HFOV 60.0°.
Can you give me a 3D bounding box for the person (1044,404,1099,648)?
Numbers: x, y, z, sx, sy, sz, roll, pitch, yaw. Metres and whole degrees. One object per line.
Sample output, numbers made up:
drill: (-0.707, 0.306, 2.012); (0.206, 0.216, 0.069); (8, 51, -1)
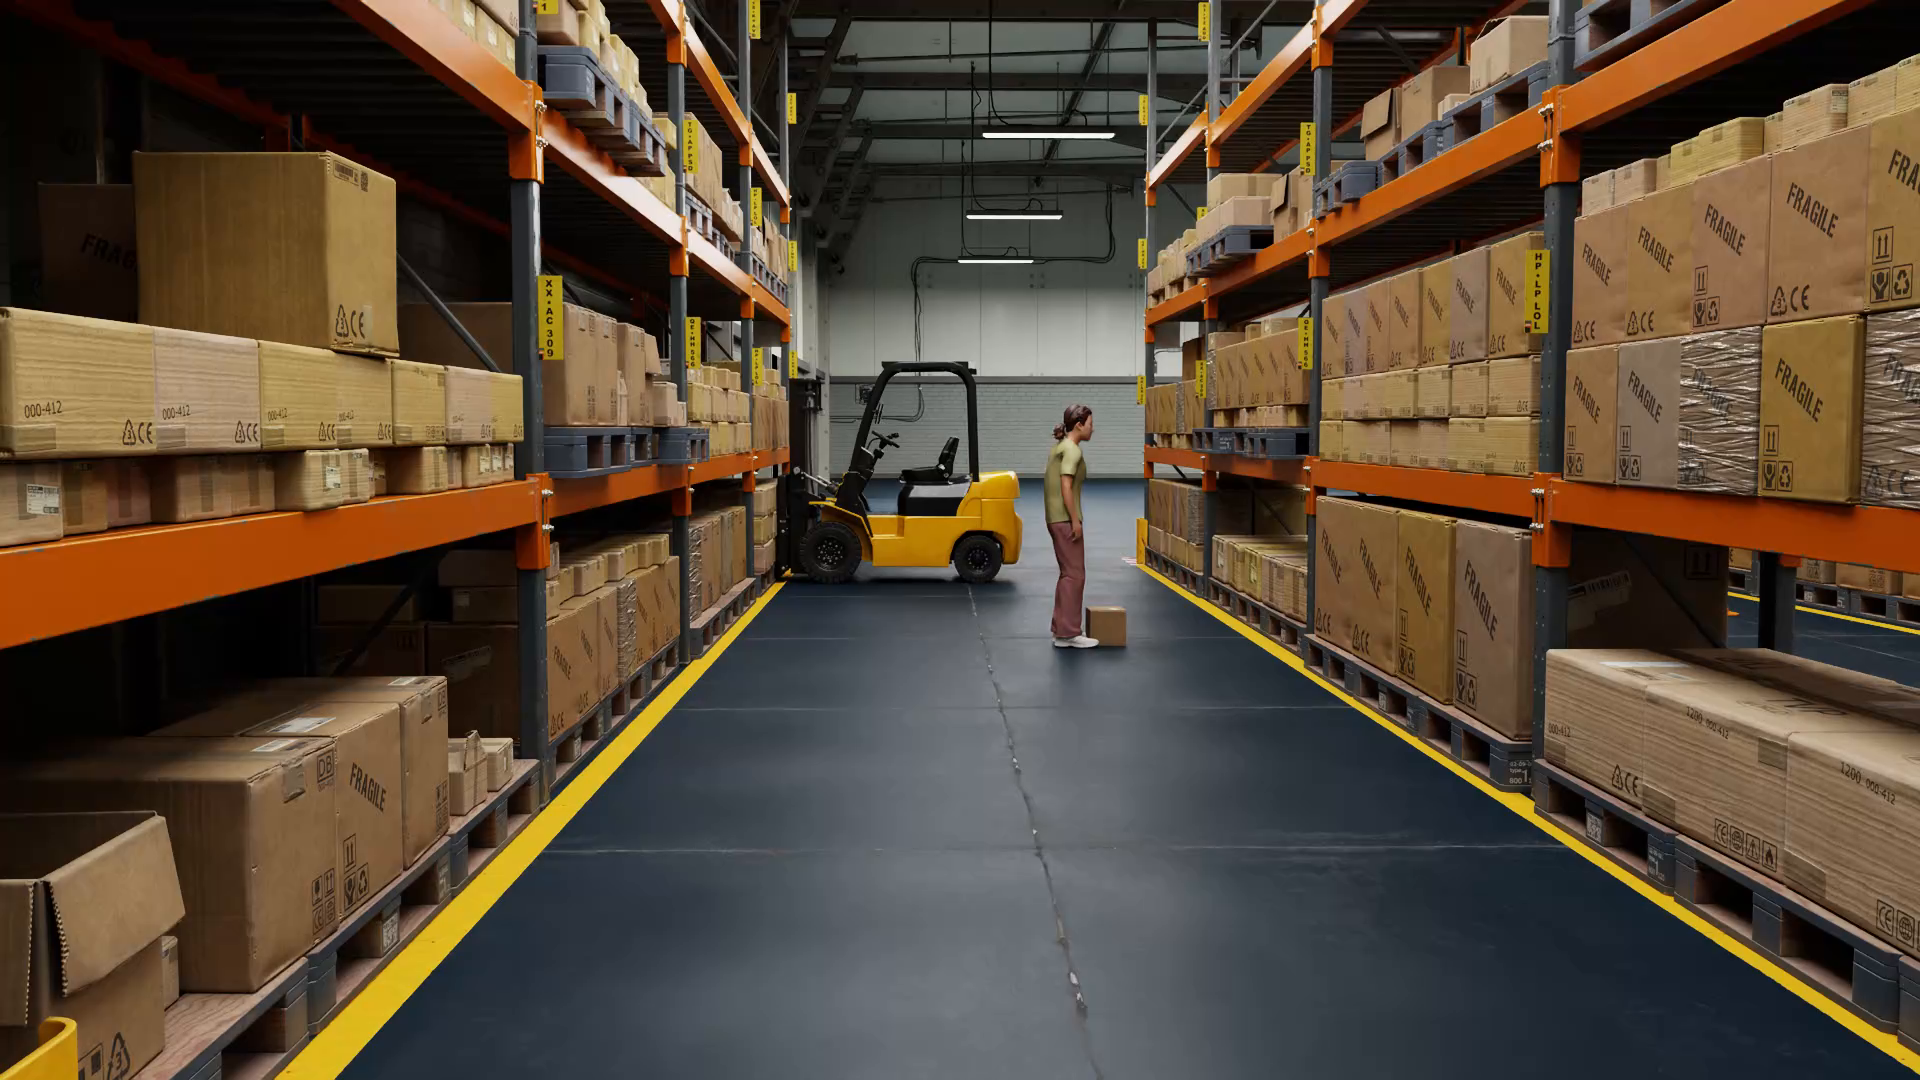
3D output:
person: (0.771, -0.106, 11.556); (0.366, 1.671, 0.521); (0, 4, -5)
